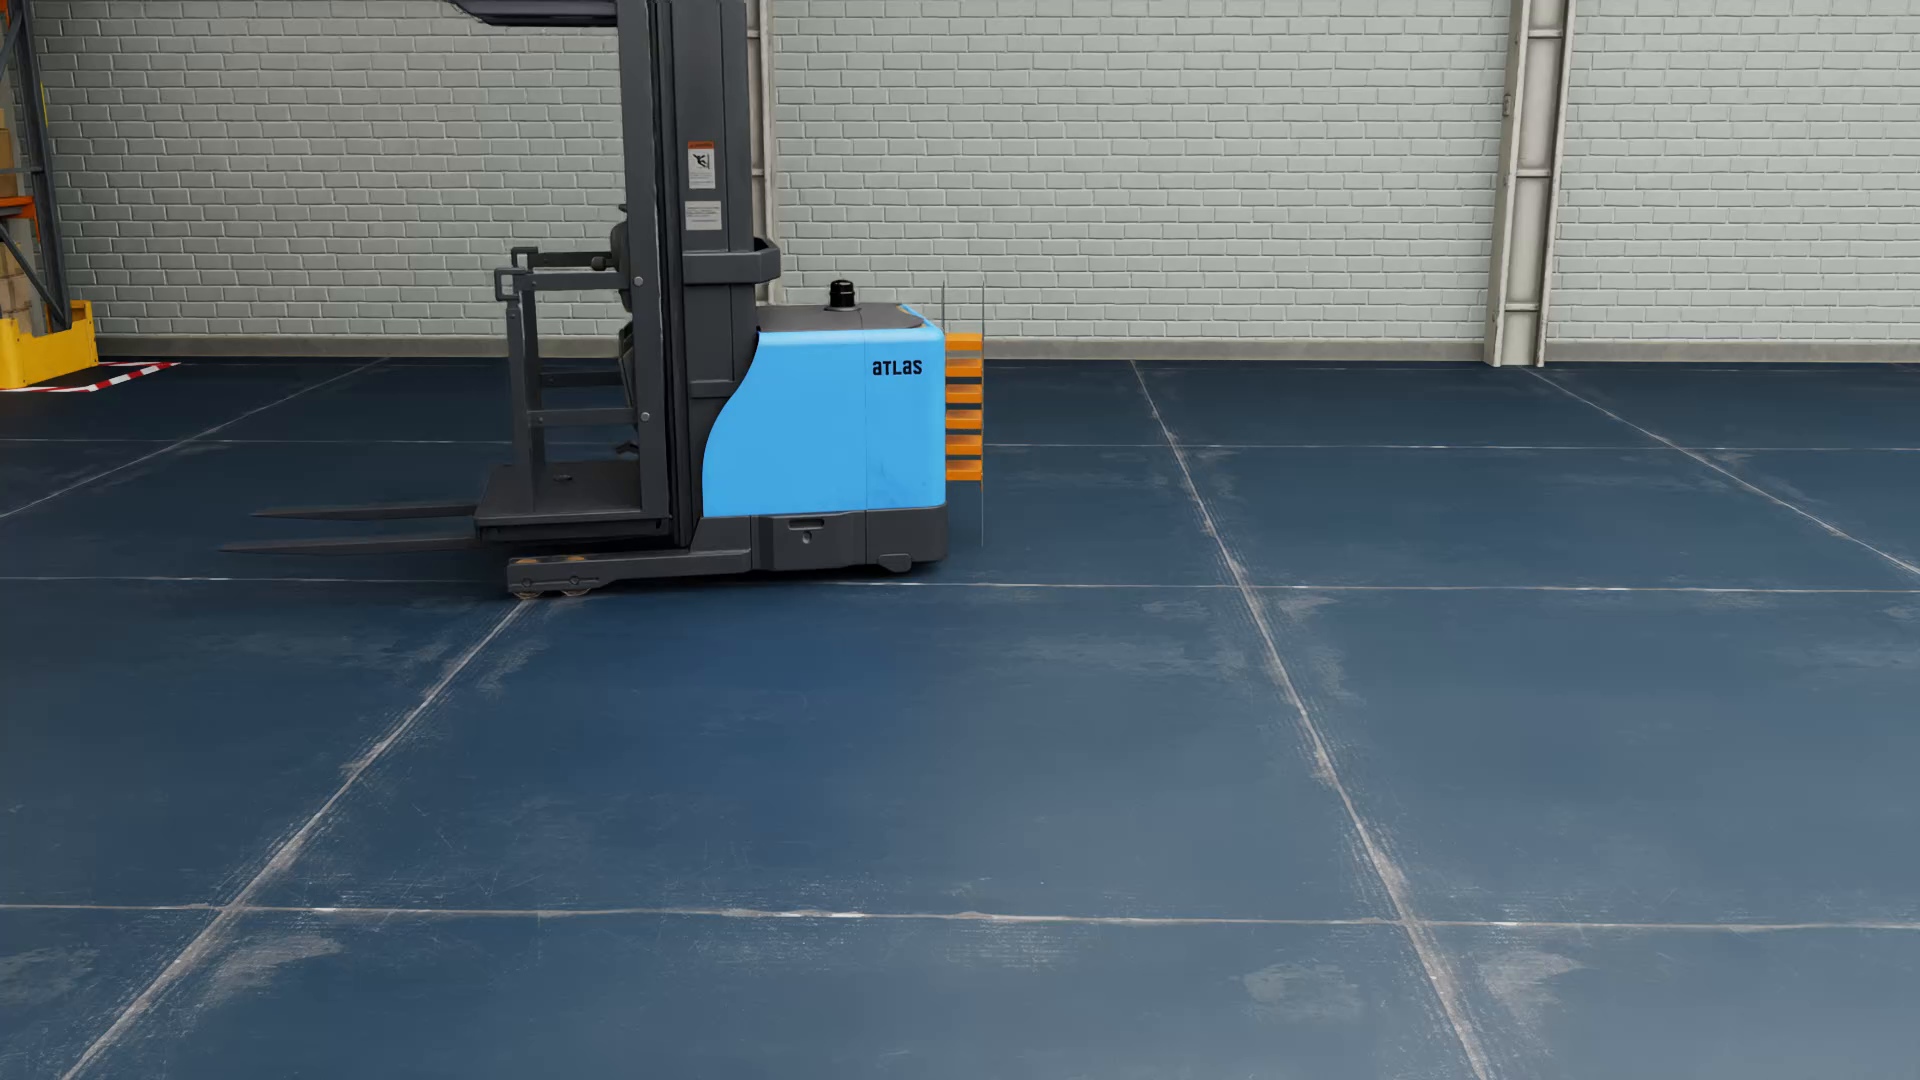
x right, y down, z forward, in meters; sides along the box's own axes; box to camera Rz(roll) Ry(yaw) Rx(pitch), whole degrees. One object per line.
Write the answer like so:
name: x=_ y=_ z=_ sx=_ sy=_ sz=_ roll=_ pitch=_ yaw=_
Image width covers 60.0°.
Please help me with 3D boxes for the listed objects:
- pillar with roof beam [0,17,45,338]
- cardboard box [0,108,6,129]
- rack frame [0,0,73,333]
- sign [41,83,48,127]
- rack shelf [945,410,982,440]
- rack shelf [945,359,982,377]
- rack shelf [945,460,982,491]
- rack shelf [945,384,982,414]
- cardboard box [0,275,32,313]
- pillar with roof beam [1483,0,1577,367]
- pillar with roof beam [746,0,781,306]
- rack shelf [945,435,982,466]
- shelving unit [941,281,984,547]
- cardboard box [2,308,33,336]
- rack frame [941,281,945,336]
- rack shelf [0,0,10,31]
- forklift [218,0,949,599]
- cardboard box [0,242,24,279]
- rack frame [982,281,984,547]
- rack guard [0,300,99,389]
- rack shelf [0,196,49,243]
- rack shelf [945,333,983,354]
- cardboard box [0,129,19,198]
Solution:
pillar with roof beam: x=-7.745 y=-4.724 z=8.105 sx=0.400 sy=9.000 sz=9.100 roll=0 pitch=15 yaw=1
cardboard box: x=-7.295 y=-3.117 z=12.307 sx=0.250 sy=0.149 sz=0.380 roll=0 pitch=15 yaw=0
rack frame: x=-6.962 y=-2.687 z=12.143 sx=0.127 sy=3.000 sz=1.000 roll=0 pitch=15 yaw=1
sign: x=-6.942 y=-3.285 z=12.559 sx=0.005 sy=0.325 sz=0.100 roll=0 pitch=15 yaw=1
rack shelf: x=0.014 y=-0.537 z=7.698 sx=0.180 sy=0.103 sz=0.258 roll=0 pitch=15 yaw=1
rack shelf: x=0.014 y=-0.769 z=7.637 sx=0.180 sy=0.103 sz=0.258 roll=0 pitch=15 yaw=1
rack shelf: x=0.014 y=-0.305 z=7.759 sx=0.180 sy=0.103 sz=0.258 roll=0 pitch=15 yaw=1
rack shelf: x=0.014 y=-0.653 z=7.667 sx=0.180 sy=0.103 sz=0.258 roll=0 pitch=15 yaw=1
cardboard box: x=-7.427 y=-1.858 z=12.589 sx=0.500 sy=0.250 sz=0.500 roll=1 pitch=15 yaw=2
pillar with roof beam: x=4.251 y=-4.646 z=7.809 sx=0.400 sy=9.000 sz=9.100 roll=0 pitch=15 yaw=1
pillar with roof beam: x=-1.747 y=-4.685 z=7.957 sx=0.400 sy=9.000 sz=9.100 roll=0 pitch=15 yaw=1
rack shelf: x=0.014 y=-0.421 z=7.729 sx=0.180 sy=0.103 sz=0.258 roll=0 pitch=15 yaw=1
shelving unit: x=0.014 y=-0.580 z=7.687 sx=0.189 sy=1.200 sz=0.258 roll=0 pitch=15 yaw=1
cardboard box: x=-7.448 y=-1.613 z=12.642 sx=0.500 sy=0.250 sz=0.500 roll=0 pitch=15 yaw=2
rack frame: x=-0.077 y=-0.581 z=7.689 sx=0.006 sy=1.200 sz=0.240 roll=0 pitch=15 yaw=1
rack shelf: x=-8.961 y=-3.802 z=11.902 sx=4.000 sy=0.370 sz=1.077 roll=0 pitch=15 yaw=1
forklift: x=-1.619 y=-1.318 z=7.092 sx=3.031 sy=2.935 sz=1.130 roll=-3 pitch=15 yaw=-11
cardboard box: x=-7.438 y=-2.095 z=12.508 sx=0.500 sy=0.250 sz=0.500 roll=0 pitch=15 yaw=1
rack frame: x=0.106 y=-0.579 z=7.684 sx=0.006 sy=1.200 sz=0.240 roll=0 pitch=15 yaw=1
rack guard: x=-6.938 y=-1.478 z=12.462 sx=0.348 sy=0.500 sz=1.175 roll=0 pitch=15 yaw=1
rack shelf: x=-8.961 y=-2.352 z=12.285 sx=4.000 sy=0.370 sz=1.077 roll=0 pitch=15 yaw=1
rack shelf: x=0.014 y=-0.885 z=7.606 sx=0.180 sy=0.103 sz=0.258 roll=0 pitch=15 yaw=1
cardboard box: x=-7.450 y=-2.809 z=12.411 sx=0.500 sy=0.500 sz=0.500 roll=1 pitch=15 yaw=3
